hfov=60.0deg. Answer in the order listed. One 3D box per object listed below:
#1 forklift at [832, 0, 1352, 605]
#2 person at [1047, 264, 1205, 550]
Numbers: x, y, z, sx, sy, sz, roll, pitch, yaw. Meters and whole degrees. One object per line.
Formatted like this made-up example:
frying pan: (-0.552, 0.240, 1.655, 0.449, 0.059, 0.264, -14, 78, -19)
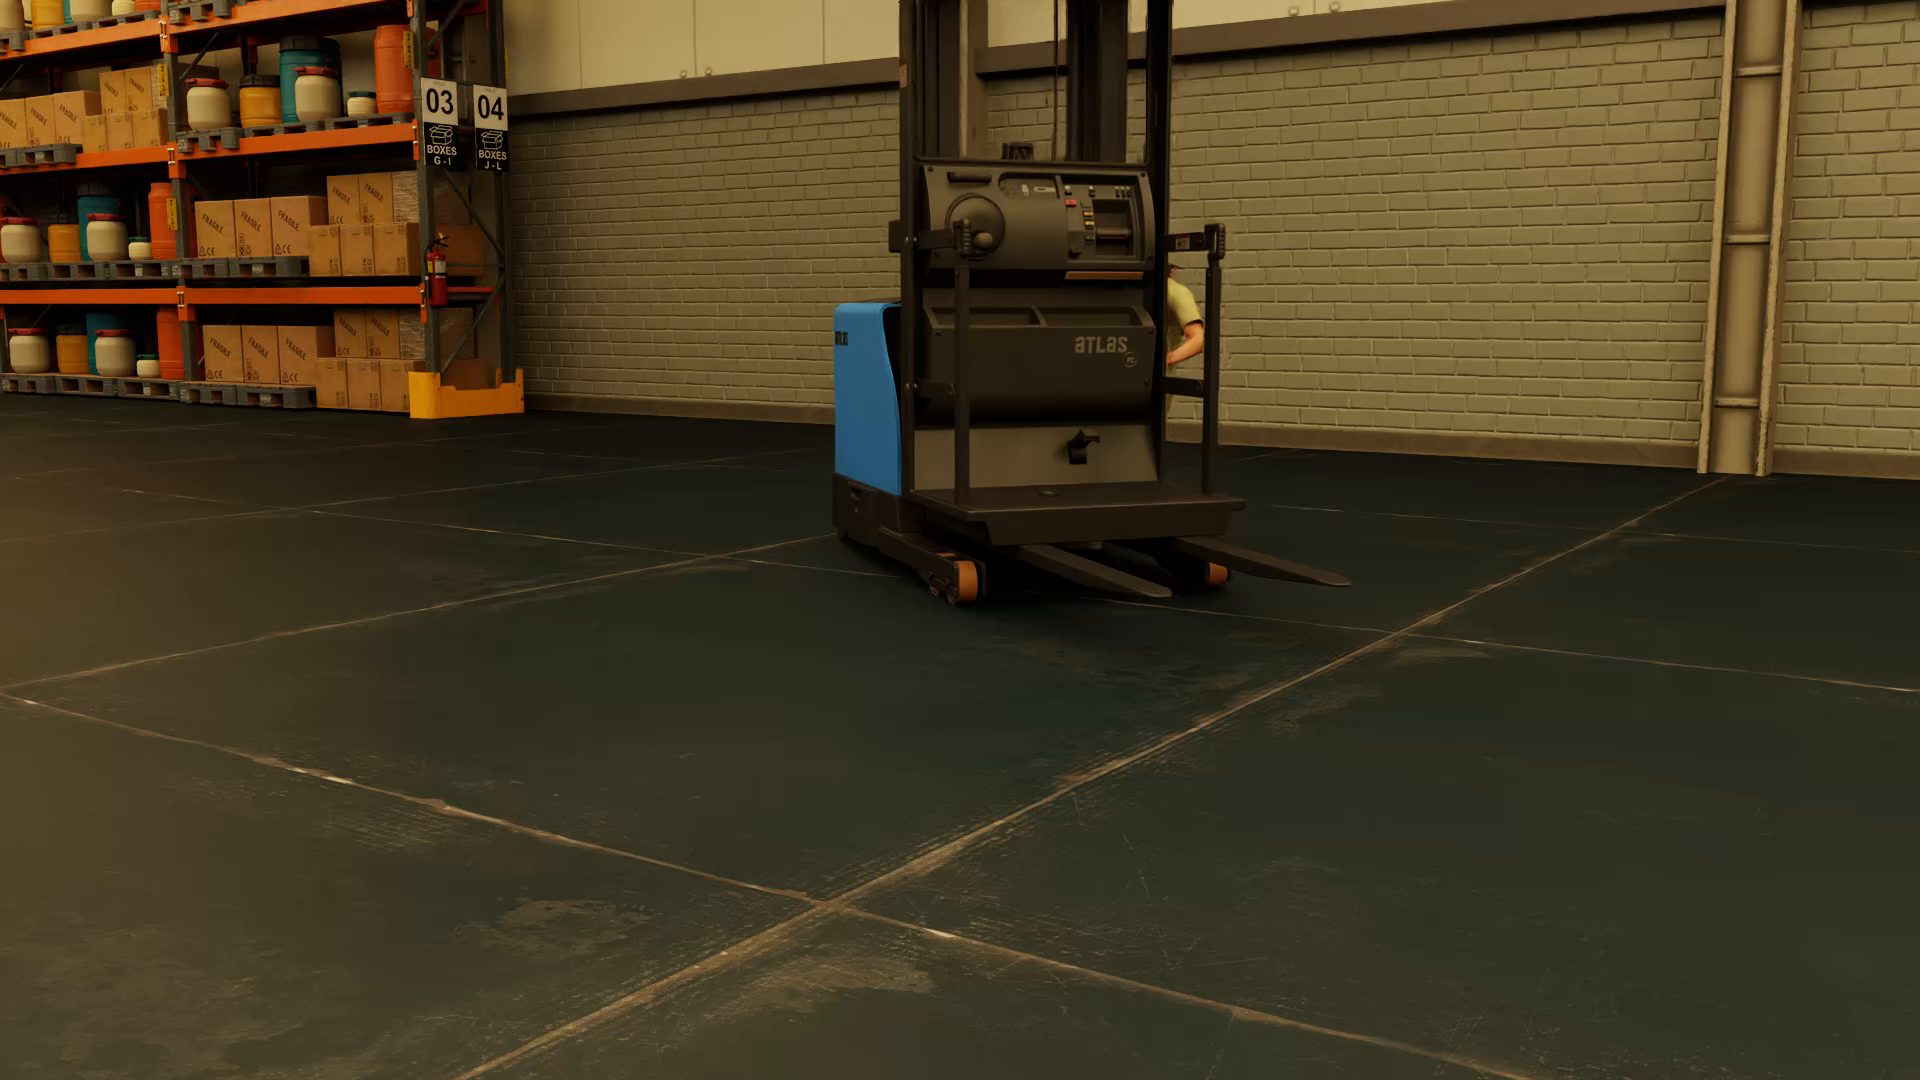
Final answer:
forklift: (0.384, -1.282, 6.206, 1.130, 2.935, 3.031, -3, 9, -19)
person: (0.673, -0.664, 7.357, 0.728, 1.461, 0.820, 5, 10, 32)
